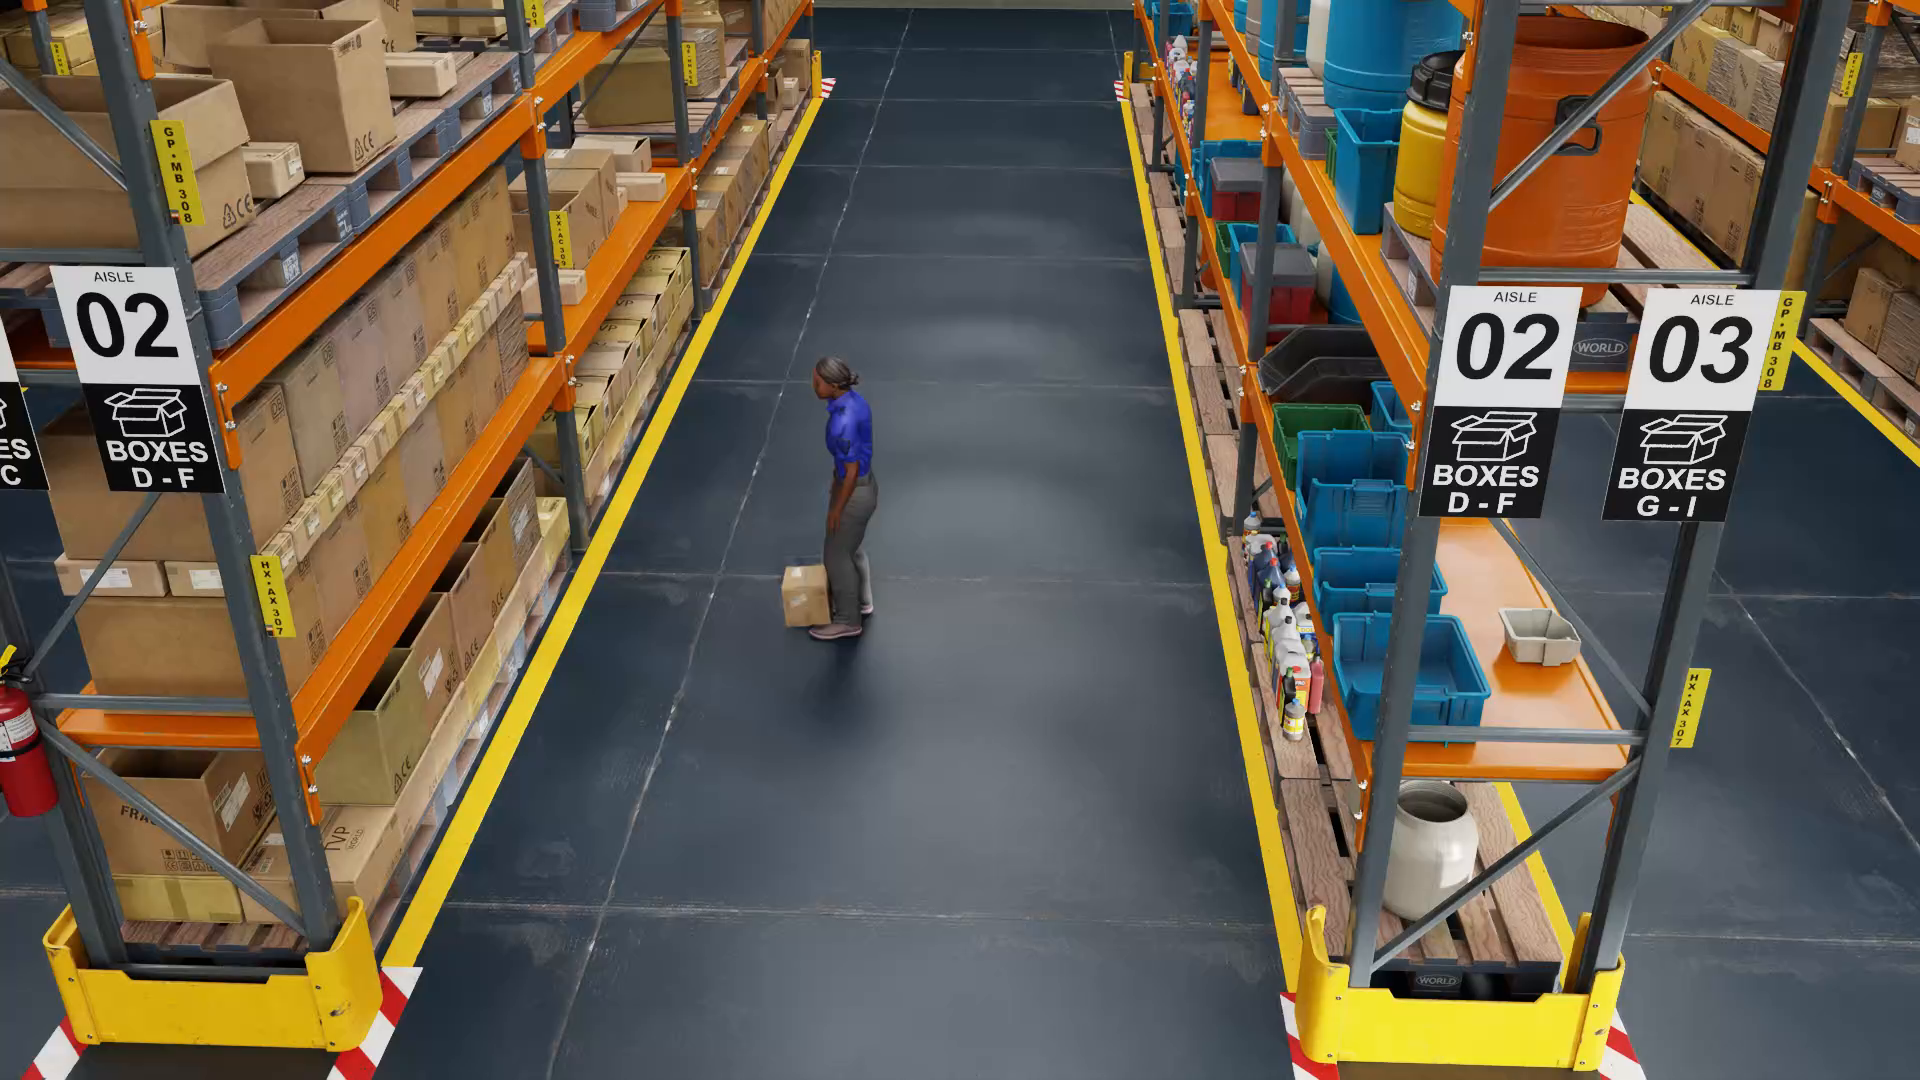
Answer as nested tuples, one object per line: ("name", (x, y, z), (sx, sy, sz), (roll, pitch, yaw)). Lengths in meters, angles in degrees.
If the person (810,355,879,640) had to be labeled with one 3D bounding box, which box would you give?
("person", (-0.647, -0.245, 9.083), (0.399, 1.656, 0.502), (0, 28, 0))
